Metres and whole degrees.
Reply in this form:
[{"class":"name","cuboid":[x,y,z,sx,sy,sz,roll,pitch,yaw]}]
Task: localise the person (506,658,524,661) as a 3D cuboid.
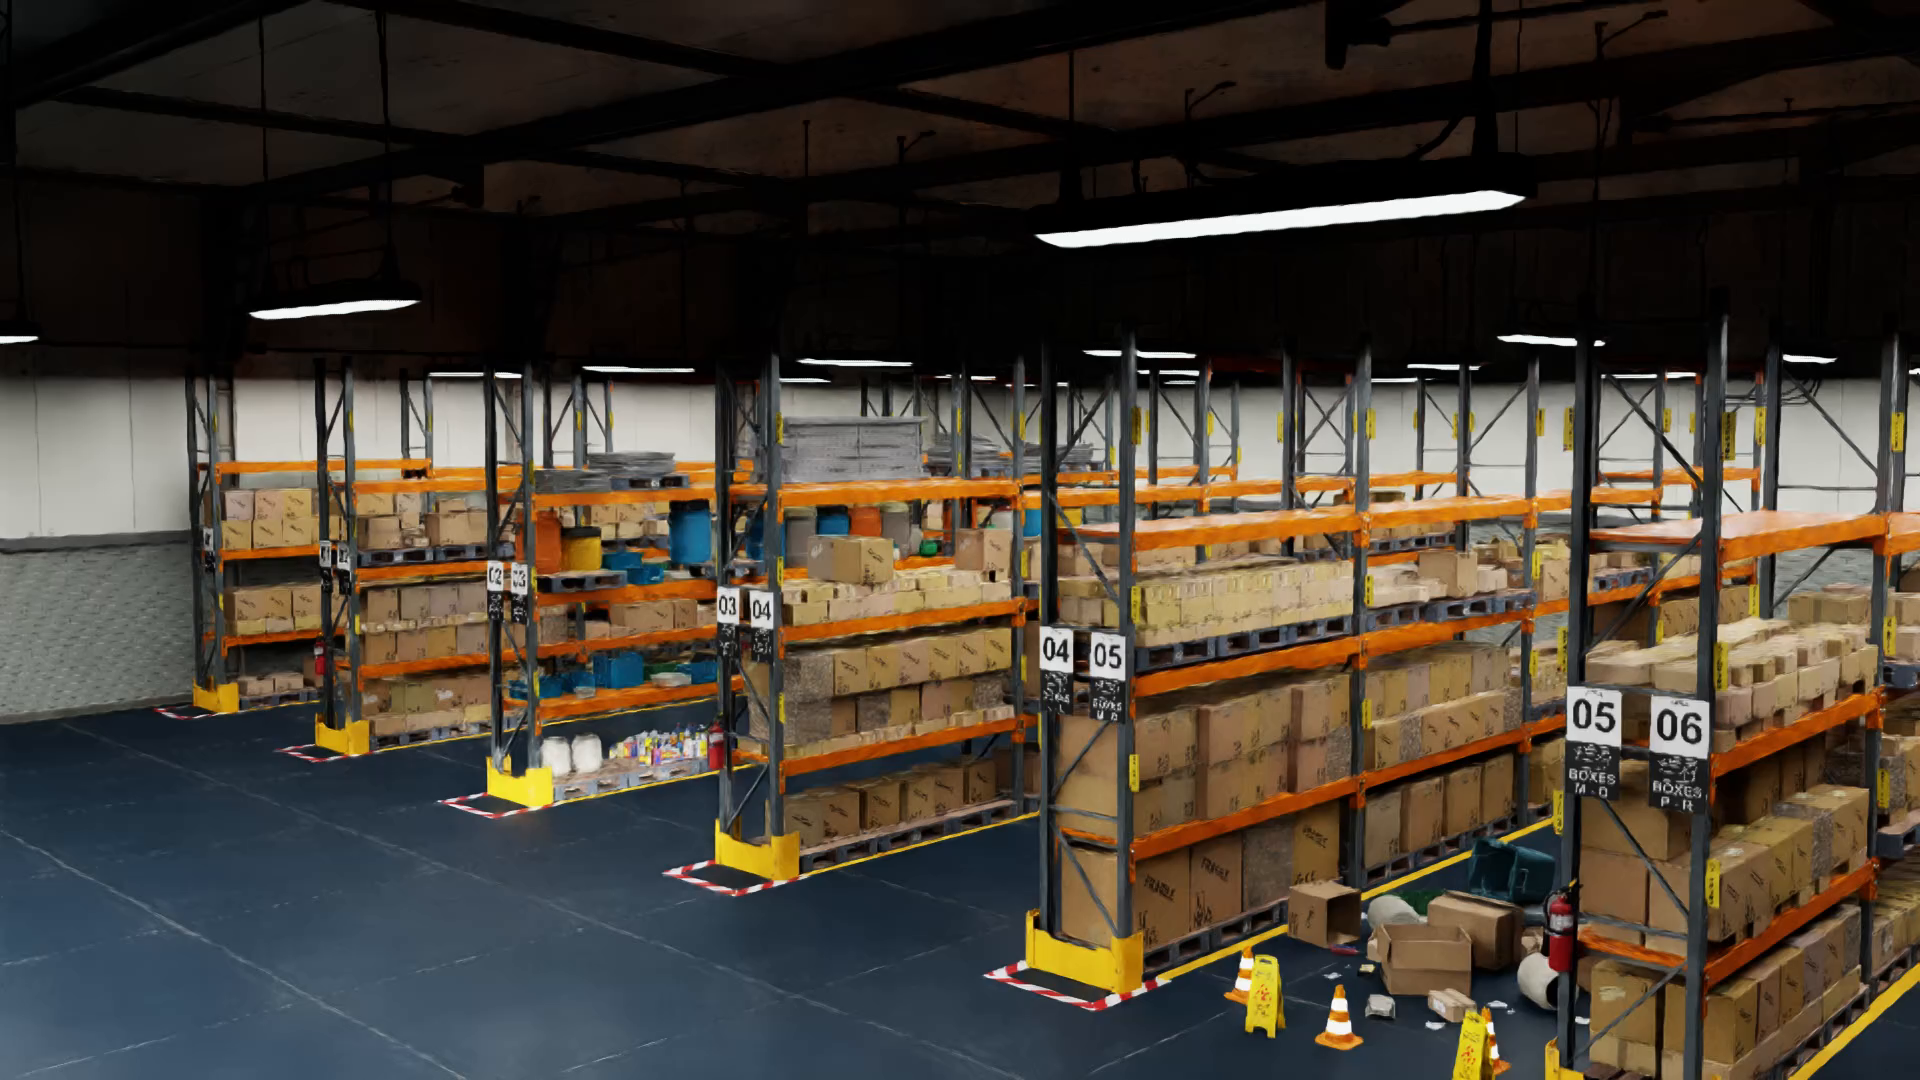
[{"class":"person","cuboid":[-8.099,2.054,30.057,0.458,1.609,1.019,4,6,43]}]
